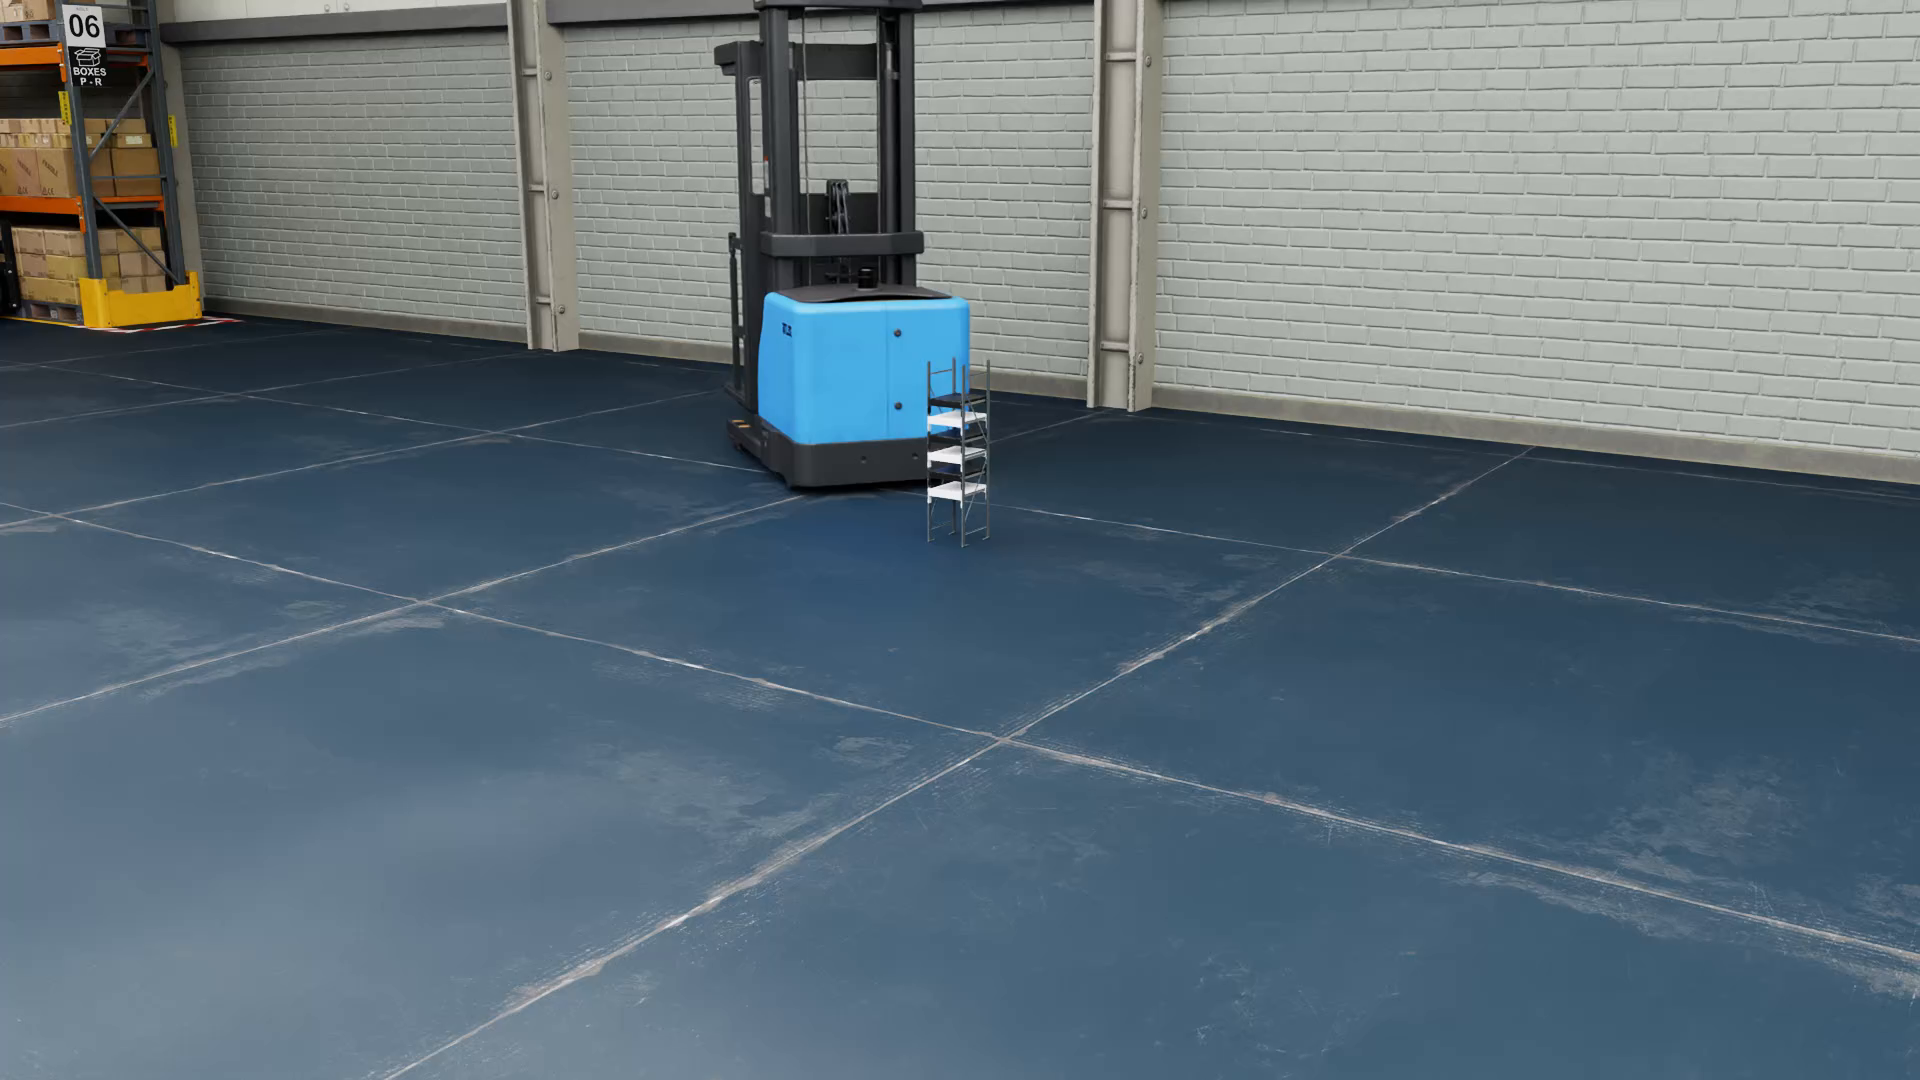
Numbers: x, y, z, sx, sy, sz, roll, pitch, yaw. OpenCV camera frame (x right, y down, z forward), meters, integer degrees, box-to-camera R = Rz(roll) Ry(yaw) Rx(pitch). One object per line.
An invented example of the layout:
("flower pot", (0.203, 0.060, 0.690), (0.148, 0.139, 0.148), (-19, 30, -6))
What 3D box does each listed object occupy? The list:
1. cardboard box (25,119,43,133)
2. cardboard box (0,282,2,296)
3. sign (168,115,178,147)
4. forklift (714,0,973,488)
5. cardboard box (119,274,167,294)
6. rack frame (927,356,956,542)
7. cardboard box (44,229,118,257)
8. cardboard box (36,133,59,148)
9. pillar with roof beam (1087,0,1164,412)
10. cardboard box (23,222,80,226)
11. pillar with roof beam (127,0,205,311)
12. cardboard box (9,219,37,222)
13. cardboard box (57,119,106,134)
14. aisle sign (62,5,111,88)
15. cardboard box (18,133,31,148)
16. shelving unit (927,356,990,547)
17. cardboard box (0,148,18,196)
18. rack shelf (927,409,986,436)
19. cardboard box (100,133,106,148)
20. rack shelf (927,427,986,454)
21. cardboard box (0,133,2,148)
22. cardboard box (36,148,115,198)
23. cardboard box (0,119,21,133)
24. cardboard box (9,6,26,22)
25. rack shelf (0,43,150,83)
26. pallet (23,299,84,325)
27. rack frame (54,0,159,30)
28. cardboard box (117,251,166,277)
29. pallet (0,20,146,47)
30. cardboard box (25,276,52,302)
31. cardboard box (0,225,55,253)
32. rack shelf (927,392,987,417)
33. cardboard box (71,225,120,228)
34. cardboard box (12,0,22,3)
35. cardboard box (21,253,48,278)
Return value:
("cardboard box", (-9.567, -4.351, 17.482), (0.250, 0.149, 0.380), (10, 17, 34))
("cardboard box", (-10.525, -2.853, 18.453), (0.500, 0.250, 0.500), (10, 17, 35))
("sign", (-8.384, -4.349, 17.685), (0.005, 0.325, 0.100), (9, 17, 33))
("forklift", (-0.885, -2.024, 10.401), (1.130, 2.935, 3.031), (-5, 15, -18))
("cardboard box", (-8.997, -2.755, 18.058), (0.500, 0.250, 0.500), (9, 17, 33))
("rack frame", (-0.091, -0.452, 8.275), (0.006, 0.900, 0.240), (9, 17, 33))
("cardboard box", (-9.254, -3.135, 17.513), (0.500, 0.250, 0.500), (10, 17, 35))
("cardboard box", (-9.371, -4.163, 17.341), (0.250, 0.149, 0.380), (9, 17, 34))
("pillar with roof beam", (-1.218, -4.498, 7.768), (0.400, 9.000, 9.100), (9, 17, 33))
("cardboard box", (-10.238, -3.443, 18.758), (0.500, 0.250, 0.500), (9, 16, 32))
("pillar with roof beam", (-11.176, -6.108, 14.269), (0.400, 9.000, 9.100), (9, 17, 33))
("cardboard box", (-11.072, -3.580, 19.308), (0.500, 0.250, 0.500), (9, 16, 32))
("cardboard box", (-9.113, -4.295, 17.253), (0.250, 0.149, 0.380), (9, 17, 33))
("aisle sign", (-8.808, -4.976, 16.770), (0.004, 0.787, 0.394), (9, 17, 33))
("cardboard box", (-9.751, -4.246, 17.675), (0.250, 0.149, 0.380), (9, 17, 32))
("shelving unit", (-0.007, -0.438, 8.219), (0.210, 0.900, 0.258), (9, 17, 33))
("cardboard box", (-10.104, -3.983, 17.964), (0.500, 0.500, 0.500), (9, 16, 32))
("rack shelf", (-0.007, -0.580, 8.184), (0.200, 0.077, 0.258), (9, 17, 33))
("cardboard box", (-9.075, -4.262, 17.740), (0.250, 0.149, 0.380), (9, 17, 33))
("rack shelf", (-0.007, -0.493, 8.206), (0.200, 0.077, 0.258), (9, 17, 33))
("cardboard box", (-10.220, -4.302, 17.902), (0.250, 0.149, 0.380), (9, 17, 33))
("cardboard box", (-9.253, -3.843, 17.398), (0.500, 0.500, 0.500), (9, 16, 32))
("cardboard box", (-10.011, -4.412, 17.728), (0.250, 0.149, 0.380), (10, 17, 34))
("cardboard box", (-9.555, -5.418, 17.166), (0.250, 0.149, 0.380), (9, 16, 31))
("rack shelf", (-10.358, -5.156, 18.164), (4.000, 0.370, 1.077), (9, 17, 33))
("pallet", (-9.356, -2.522, 18.070), (1.213, 0.211, 1.003), (9, 17, 33))
("rack frame", (-8.698, -6.693, 16.634), (0.127, 3.000, 1.000), (9, 17, 33))
("cardboard box", (-8.973, -2.997, 17.996), (0.500, 0.250, 0.500), (10, 17, 34))
("pallet", (-9.271, -5.294, 17.409), (1.213, 0.211, 1.003), (9, 17, 33))
("cardboard box", (-9.672, -2.719, 17.912), (0.500, 0.250, 0.500), (9, 17, 33))
("cardboard box", (-10.106, -3.268, 18.050), (0.500, 0.250, 0.500), (9, 17, 34))
("rack shelf", (-0.007, -0.668, 8.163), (0.200, 0.077, 0.258), (9, 17, 33))
("cardboard box", (-9.408, -3.304, 18.195), (0.500, 0.250, 0.500), (9, 17, 33))
("cardboard box", (-9.996, -5.706, 17.599), (0.500, 0.500, 0.700), (9, 17, 33))
("cardboard box", (-9.687, -2.965, 17.867), (0.500, 0.250, 0.500), (9, 17, 32))
